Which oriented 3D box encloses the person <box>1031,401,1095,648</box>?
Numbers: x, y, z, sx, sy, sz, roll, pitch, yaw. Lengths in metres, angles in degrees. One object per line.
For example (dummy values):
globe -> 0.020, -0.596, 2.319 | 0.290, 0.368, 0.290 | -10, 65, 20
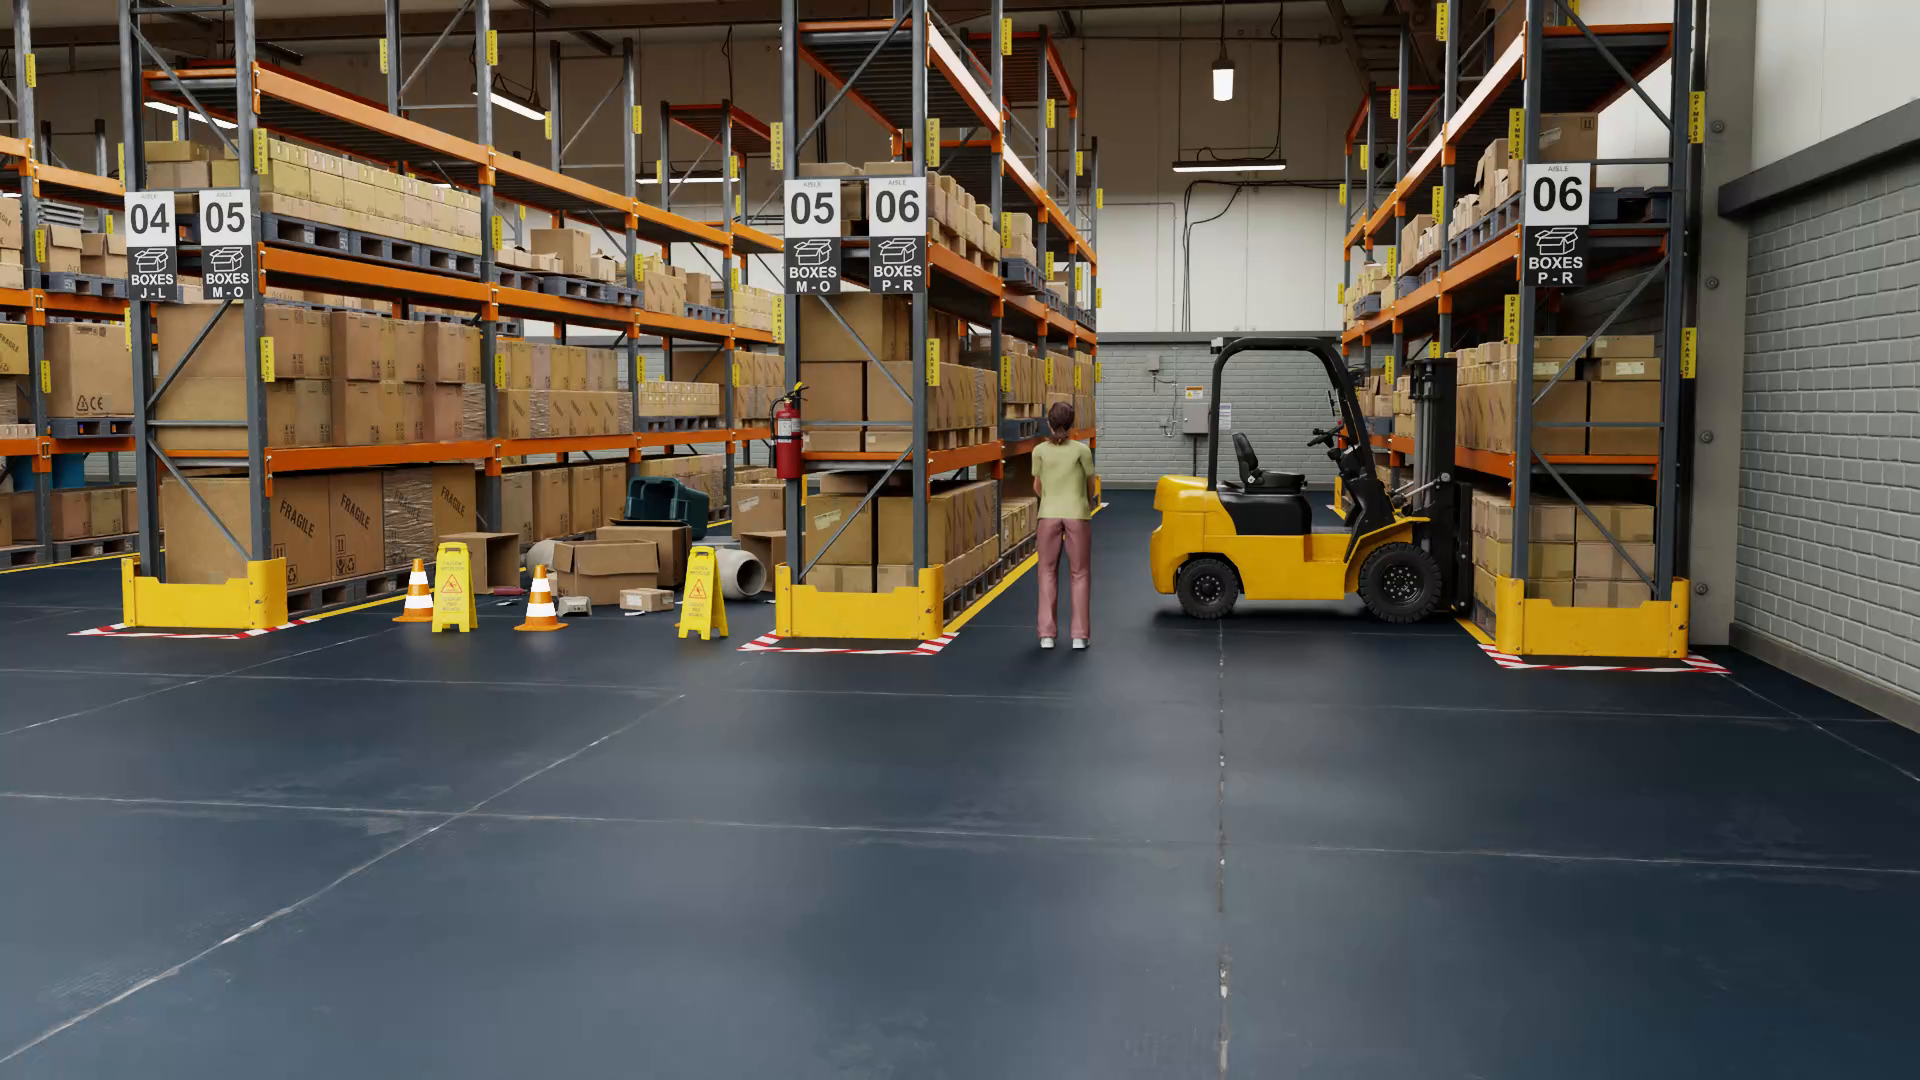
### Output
person -> 0.703, -0.108, 11.274 | 0.428, 1.663, 0.558 | 1, 5, 9
